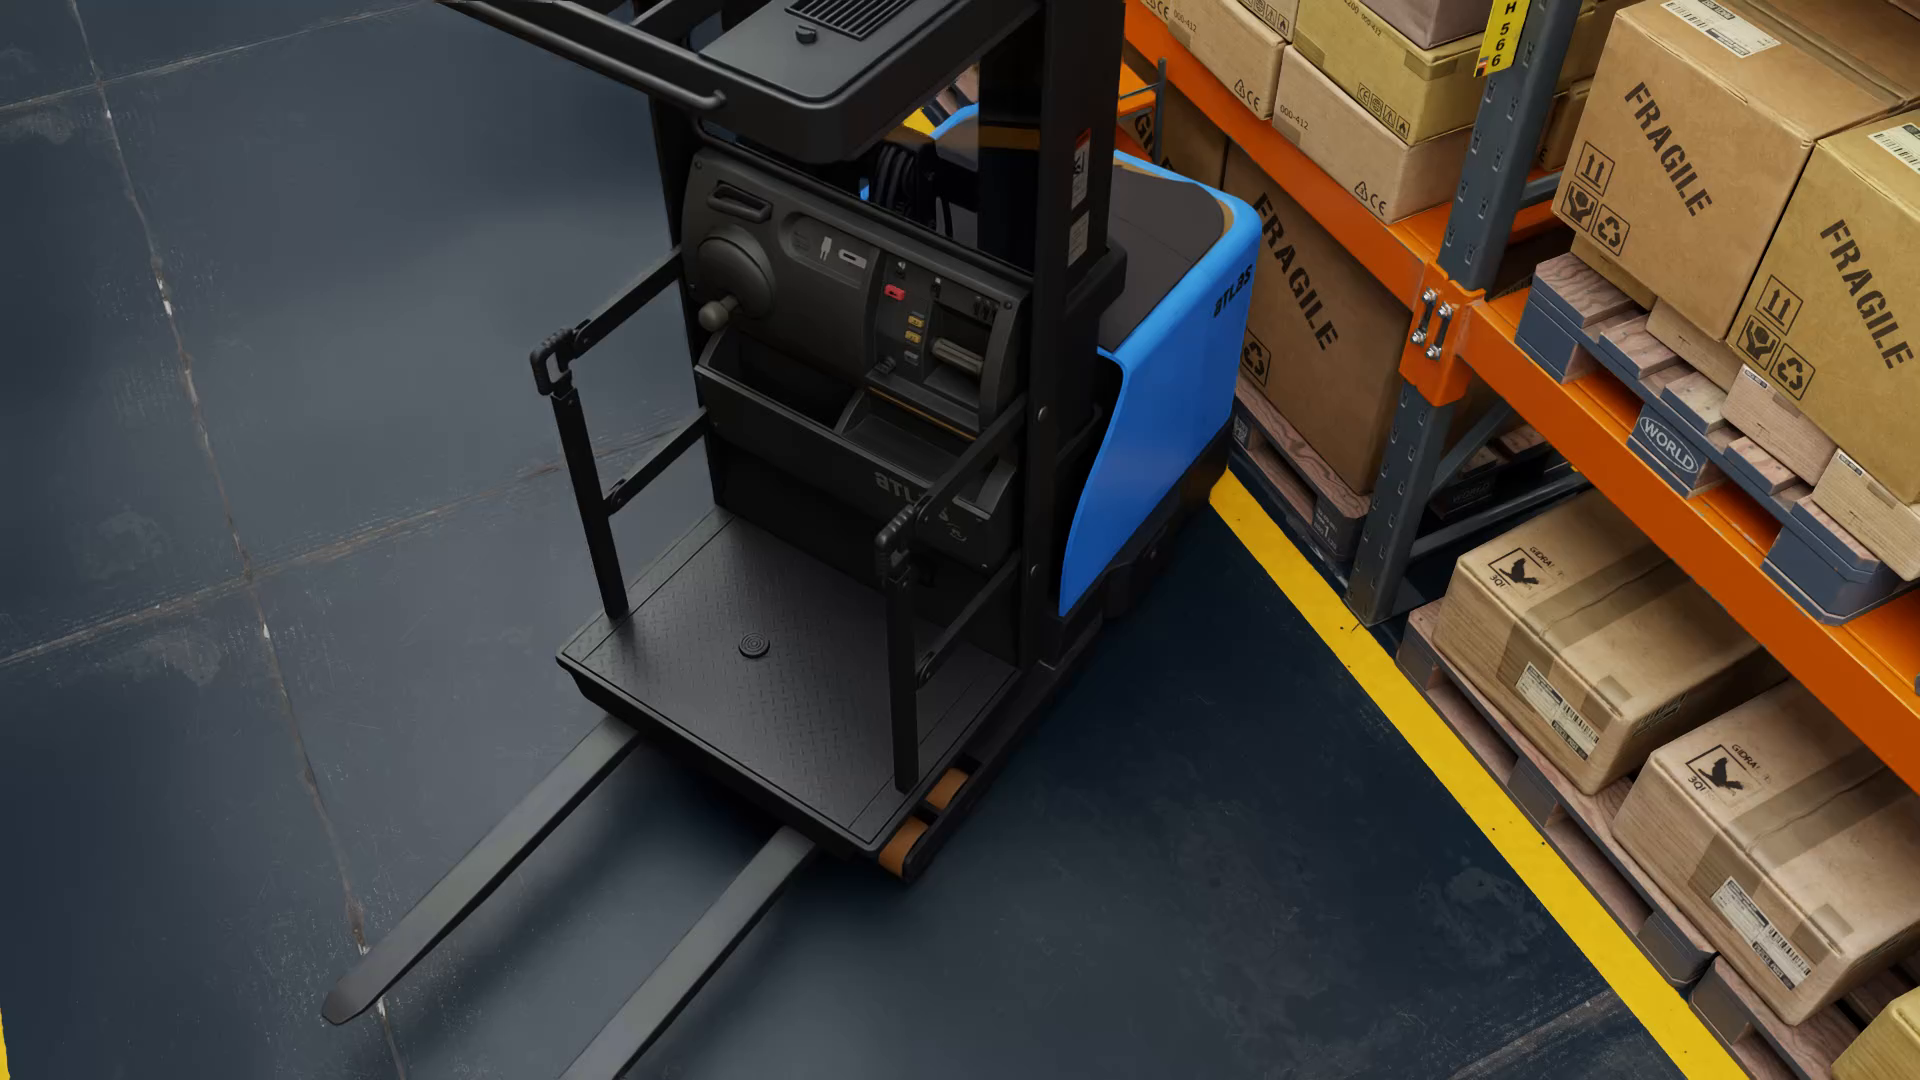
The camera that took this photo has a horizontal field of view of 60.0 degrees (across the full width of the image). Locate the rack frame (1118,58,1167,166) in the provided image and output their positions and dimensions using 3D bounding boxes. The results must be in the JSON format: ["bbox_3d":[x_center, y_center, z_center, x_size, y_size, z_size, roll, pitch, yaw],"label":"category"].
[{"bbox_3d":[0.518,-0.979,5.300,0.240,1.200,0.015,-23,52,-16],"label":"rack frame"}]

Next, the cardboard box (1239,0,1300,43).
[{"bbox_3d":[0.955,-1.623,4.444,0.500,0.250,0.500,-22,53,-18],"label":"cardboard box"}]

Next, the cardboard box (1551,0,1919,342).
[{"bbox_3d":[1.641,-0.817,3.429,0.500,0.500,0.500,-23,53,-19],"label":"cardboard box"}]

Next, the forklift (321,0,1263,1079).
[{"bbox_3d":[-0.390,-0.482,3.725,1.130,2.935,3.031,28,54,22],"label":"forklift"}]

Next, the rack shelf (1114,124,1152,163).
[{"bbox_3d":[0.400,-1.243,5.324,0.258,0.148,0.480,-23,52,-16],"label":"rack shelf"}]

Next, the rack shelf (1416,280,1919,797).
[{"bbox_3d":[2.556,0.646,3.170,1.077,0.370,4.000,-21,52,-18],"label":"rack shelf"}]

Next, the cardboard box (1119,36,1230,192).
[{"bbox_3d":[0.994,-1.457,5.664,0.875,0.875,0.875,-21,52,-17],"label":"cardboard box"}]

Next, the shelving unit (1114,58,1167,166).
[{"bbox_3d":[0.406,-1.141,5.443,0.258,1.200,0.503,-23,52,-16],"label":"shelving unit"}]

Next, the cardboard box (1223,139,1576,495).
[{"bbox_3d":[1.398,-0.859,5.141,0.875,0.875,0.875,-22,52,-18],"label":"cardboard box"}]

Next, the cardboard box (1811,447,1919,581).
[{"bbox_3d":[1.915,-0.112,3.243,0.380,0.149,0.250,-21,52,-17],"label":"cardboard box"}]

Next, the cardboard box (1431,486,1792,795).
[{"bbox_3d":[1.890,0.179,4.567,0.950,0.372,0.625,-24,53,-20],"label":"cardboard box"}]

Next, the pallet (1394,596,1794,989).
[{"bbox_3d":[1.997,0.512,4.662,1.003,0.211,1.213,-21,52,-18],"label":"pallet"}]

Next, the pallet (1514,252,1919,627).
[{"bbox_3d":[2.061,-0.426,3.757,1.213,0.211,1.003,-21,52,-18],"label":"pallet"}]

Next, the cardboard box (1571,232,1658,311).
[{"bbox_3d":[1.624,-0.703,3.760,0.380,0.149,0.250,-24,53,-20],"label":"cardboard box"}]

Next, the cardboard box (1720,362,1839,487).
[{"bbox_3d":[1.808,-0.303,3.410,0.380,0.149,0.250,-24,53,-20],"label":"cardboard box"}]

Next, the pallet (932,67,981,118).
[{"bbox_3d":[0.230,-2.198,7.032,1.003,0.211,1.213,-21,52,-18],"label":"pallet"}]

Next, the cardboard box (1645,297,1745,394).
[{"bbox_3d":[1.723,-0.502,3.584,0.380,0.149,0.250,-24,53,-20],"label":"cardboard box"}]

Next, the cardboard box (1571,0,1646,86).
[{"bbox_3d":[1.628,-1.469,4.309,0.500,0.250,0.500,-22,52,-18],"label":"cardboard box"}]

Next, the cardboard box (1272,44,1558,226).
[{"bbox_3d":[1.178,-1.129,4.344,0.500,0.250,0.500,-23,53,-19],"label":"cardboard box"}]

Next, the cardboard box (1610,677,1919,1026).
[{"bbox_3d":[2.235,0.670,4.138,0.950,0.372,0.625,-22,52,-18],"label":"cardboard box"}]

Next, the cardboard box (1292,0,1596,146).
[{"bbox_3d":[1.193,-1.281,4.145,0.500,0.250,0.500,-21,52,-18],"label":"cardboard box"}]

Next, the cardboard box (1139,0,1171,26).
[{"bbox_3d":[0.714,-1.808,4.938,0.500,0.250,0.500,-22,52,-18],"label":"cardboard box"}]

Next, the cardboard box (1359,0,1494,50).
[{"bbox_3d":[1.171,-1.547,3.880,0.500,0.500,0.500,-22,53,-18],"label":"cardboard box"}]

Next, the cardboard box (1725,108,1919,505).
[{"bbox_3d":[1.885,-0.471,3.126,0.500,0.500,0.500,-19,51,-16],"label":"cardboard box"}]

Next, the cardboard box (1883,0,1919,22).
[{"bbox_3d":[2.096,-0.990,3.580,0.500,0.500,0.500,-23,53,-19],"label":"cardboard box"}]

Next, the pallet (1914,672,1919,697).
[{"bbox_3d":[2.583,0.445,2.996,1.003,0.211,1.213,-21,52,-18],"label":"pallet"}]

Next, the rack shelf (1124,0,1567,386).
[{"bbox_3d":[0.725,-2.031,5.511,1.077,0.370,4.000,-21,52,-18],"label":"rack shelf"}]

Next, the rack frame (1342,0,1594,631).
[{"bbox_3d":[1.641,-0.929,4.070,1.000,3.000,0.127,-21,52,-18],"label":"rack frame"}]

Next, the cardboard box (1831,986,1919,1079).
[{"bbox_3d":[2.577,1.180,3.692,0.950,0.372,0.625,-20,52,-16],"label":"cardboard box"}]

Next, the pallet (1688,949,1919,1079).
[{"bbox_3d":[2.551,1.328,3.948,1.003,0.211,1.213,-21,52,-18],"label":"pallet"}]

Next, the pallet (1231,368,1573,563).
[{"bbox_3d":[1.347,-0.565,5.604,1.003,0.211,1.213,-21,52,-18],"label":"pallet"}]

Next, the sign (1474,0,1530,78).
[{"bbox_3d":[1.149,-1.117,3.465,0.100,0.325,0.005,-21,52,-18],"label":"sign"}]

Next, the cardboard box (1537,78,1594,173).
[{"bbox_3d":[1.640,-1.294,4.489,0.500,0.250,0.500,-22,52,-18],"label":"cardboard box"}]

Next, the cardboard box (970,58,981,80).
[{"bbox_3d":[0.585,-2.056,6.188,0.875,0.875,0.875,-20,52,-16],"label":"cardboard box"}]

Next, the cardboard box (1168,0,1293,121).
[{"bbox_3d":[0.931,-1.465,4.638,0.500,0.250,0.500,-20,52,-17],"label":"cardboard box"}]

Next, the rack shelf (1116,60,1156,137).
[{"bbox_3d":[0.391,-1.395,5.144,0.258,0.148,0.480,-23,52,-16],"label":"rack shelf"}]
